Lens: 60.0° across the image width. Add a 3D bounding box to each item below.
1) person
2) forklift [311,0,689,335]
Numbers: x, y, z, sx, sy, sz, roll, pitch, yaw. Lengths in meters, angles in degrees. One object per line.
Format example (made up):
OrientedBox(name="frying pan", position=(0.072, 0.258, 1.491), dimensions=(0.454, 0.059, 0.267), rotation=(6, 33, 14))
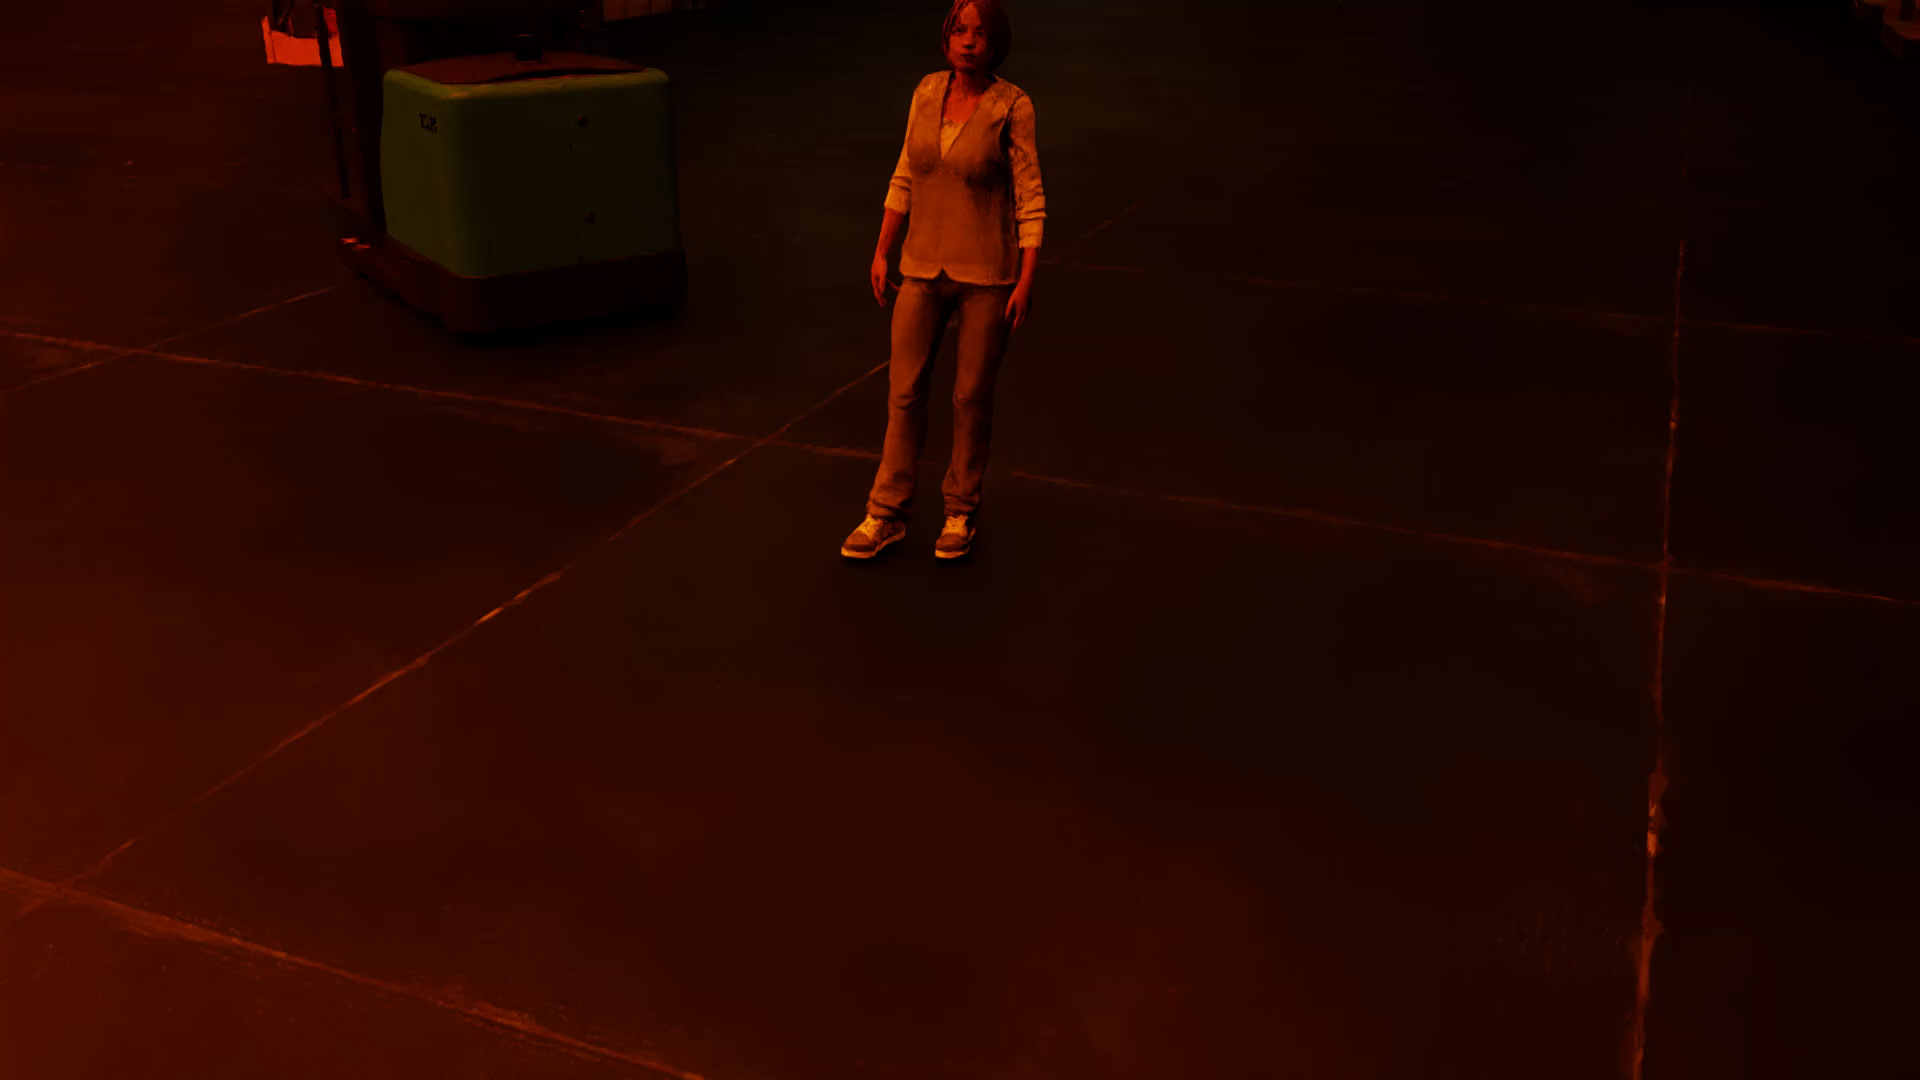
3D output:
OrientedBox(name="person", position=(-0.041, -0.719, 4.724), dimensions=(0.521, 1.597, 0.474), rotation=(9, 24, 21))
OrientedBox(name="forklift", position=(-2.472, -2.733, 7.830), dimensions=(1.130, 2.935, 3.031), rotation=(-15, 27, -31))
